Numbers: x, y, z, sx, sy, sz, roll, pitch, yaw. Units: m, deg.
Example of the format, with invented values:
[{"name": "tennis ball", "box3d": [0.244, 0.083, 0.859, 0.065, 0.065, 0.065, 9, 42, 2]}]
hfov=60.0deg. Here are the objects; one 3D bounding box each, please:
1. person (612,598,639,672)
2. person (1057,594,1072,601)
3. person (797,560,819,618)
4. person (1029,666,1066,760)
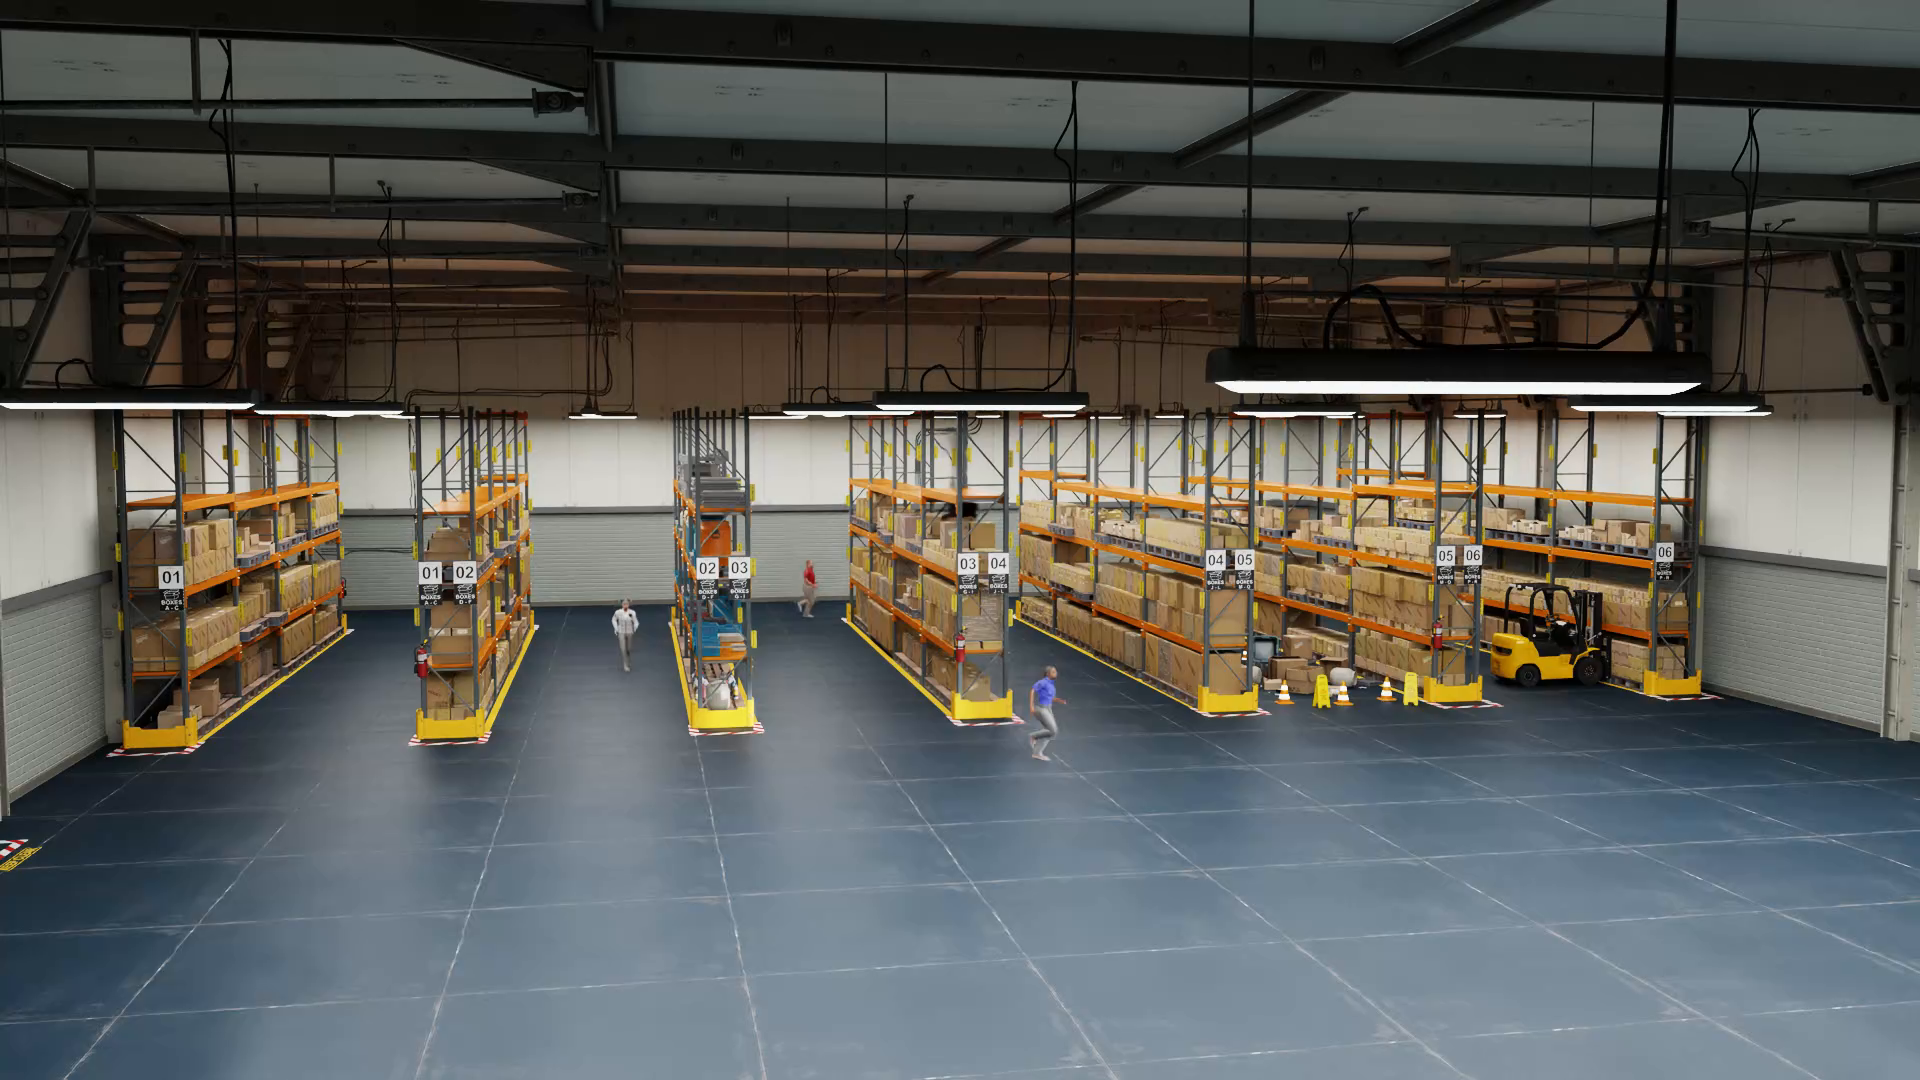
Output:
[{"name": "person", "box3d": [-7.750, 2.163, 38.504, 0.600, 1.678, 0.843, -1, 4, -16]}, {"name": "person", "box3d": [3.180, 1.351, 50.138, 0.562, 1.624, 0.564, -2, 5, -30]}, {"name": "person", "box3d": [-4.457, 1.421, 48.758, 0.667, 1.692, 0.694, 0, 4, 3]}, {"name": "person", "box3d": [1.486, 2.932, 28.153, 0.625, 1.605, 0.616, 2, 4, 24]}]
